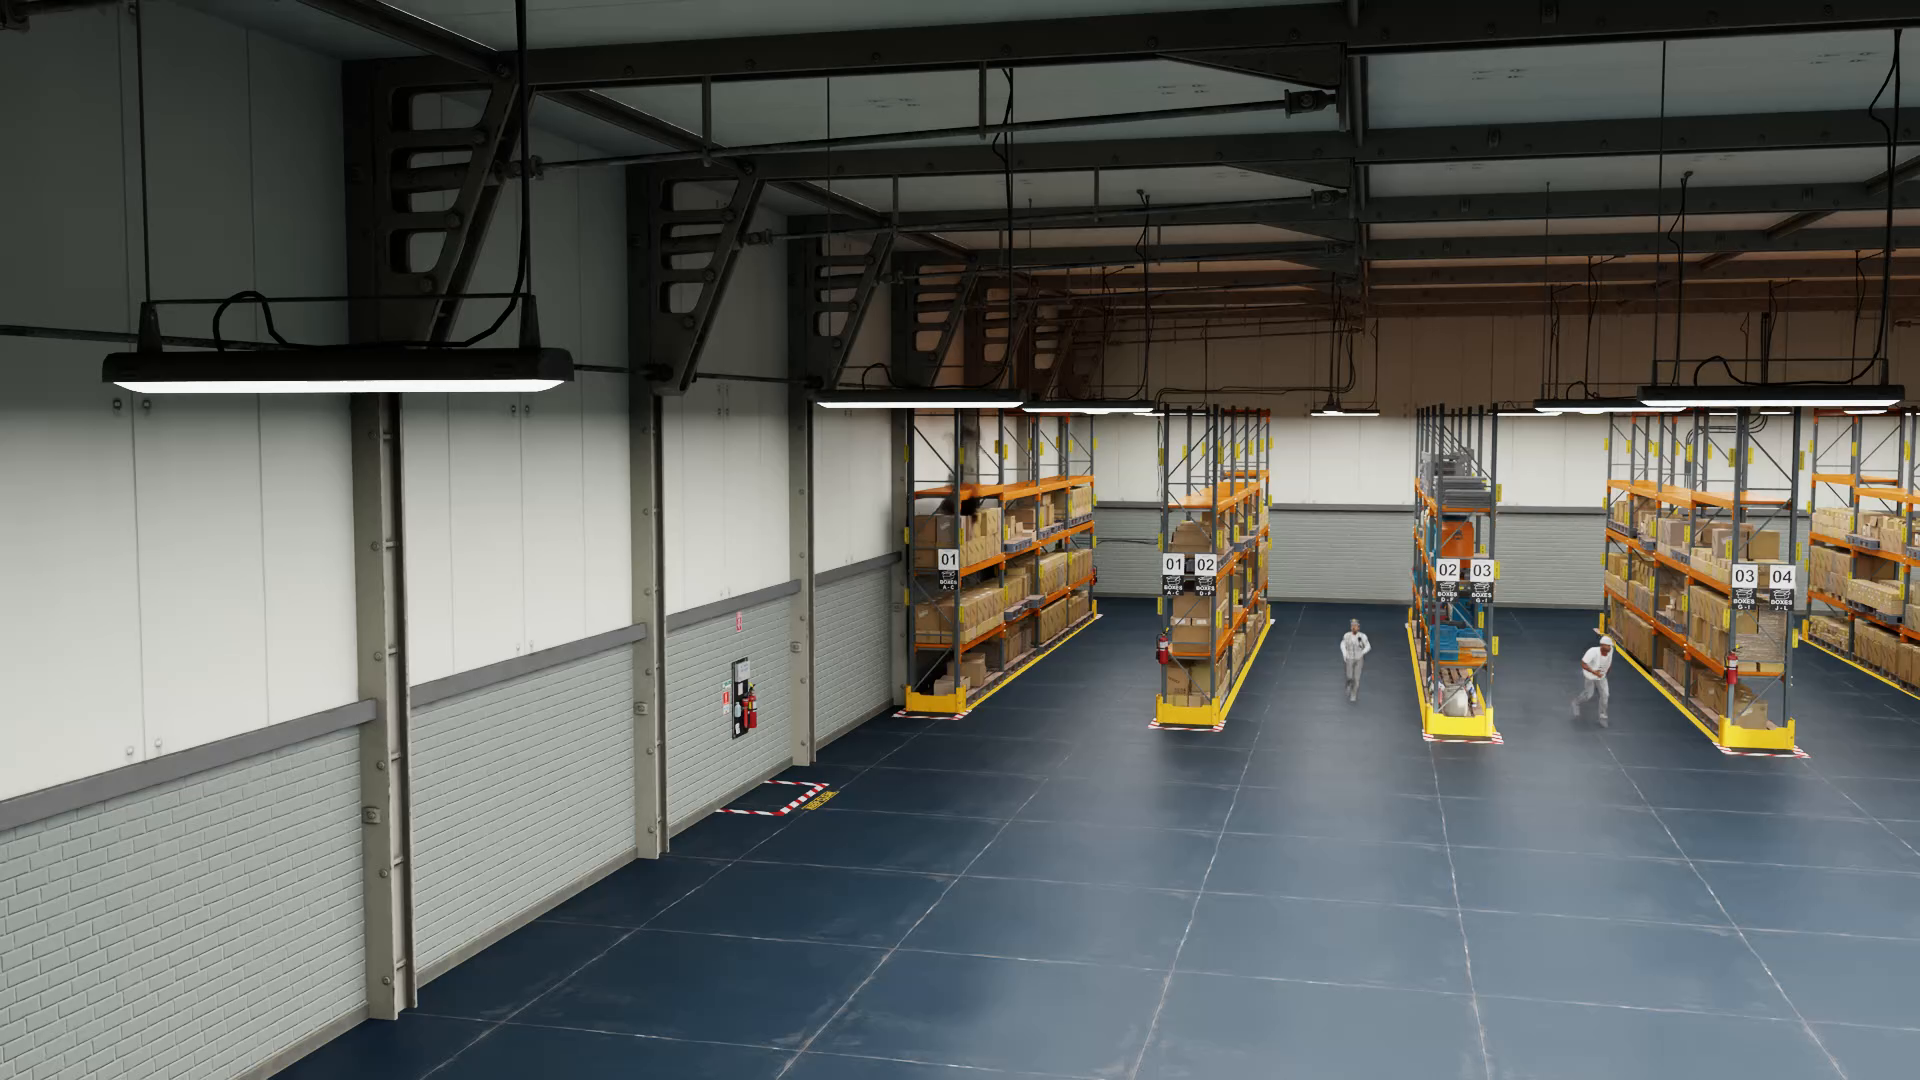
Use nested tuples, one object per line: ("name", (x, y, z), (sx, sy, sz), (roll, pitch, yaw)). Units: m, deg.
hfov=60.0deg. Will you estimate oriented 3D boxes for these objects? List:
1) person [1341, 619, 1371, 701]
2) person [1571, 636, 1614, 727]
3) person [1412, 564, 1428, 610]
("person", (8.042, 2.435, 33.847), (0.604, 1.668, 0.567), (1, 4, 18))
("person", (11.927, 2.621, 31.334), (0.744, 1.715, 1.058), (-2, 4, -20))
("person", (13.569, 1.346, 48.556), (0.745, 1.765, 0.639), (3, 5, 37))
